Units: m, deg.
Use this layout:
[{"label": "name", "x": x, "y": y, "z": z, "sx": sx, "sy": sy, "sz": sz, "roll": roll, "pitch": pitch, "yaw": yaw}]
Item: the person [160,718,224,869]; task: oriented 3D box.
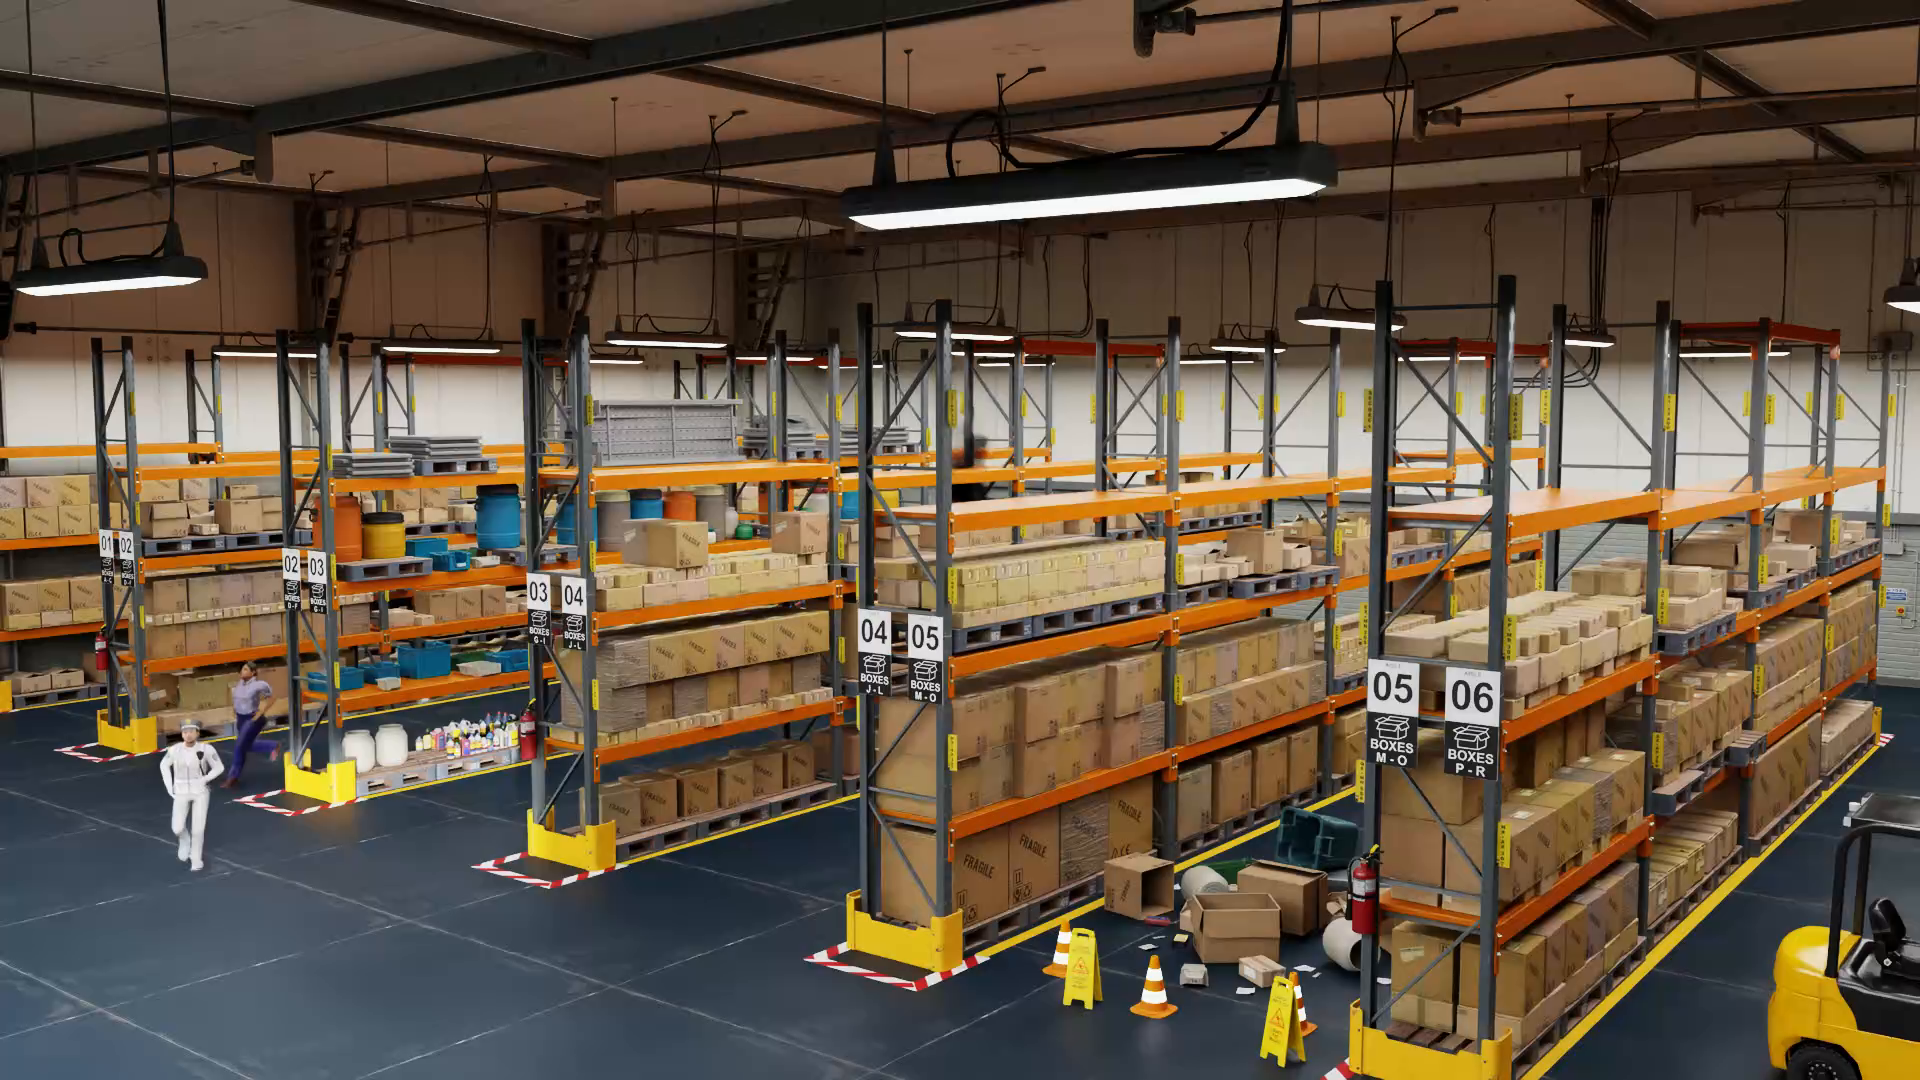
[{"label": "person", "x": -8.353, "y": 2.761, "z": 18.068, "sx": 0.662, "sy": 1.669, "sz": 0.510, "roll": -1, "pitch": 5, "yaw": -15}]

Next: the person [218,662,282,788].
[{"label": "person", "x": -9.498, "y": 2.444, "z": 22.296, "sx": 0.602, "sy": 1.641, "sz": 1.022, "roll": 3, "pitch": 6, "yaw": 33}]
